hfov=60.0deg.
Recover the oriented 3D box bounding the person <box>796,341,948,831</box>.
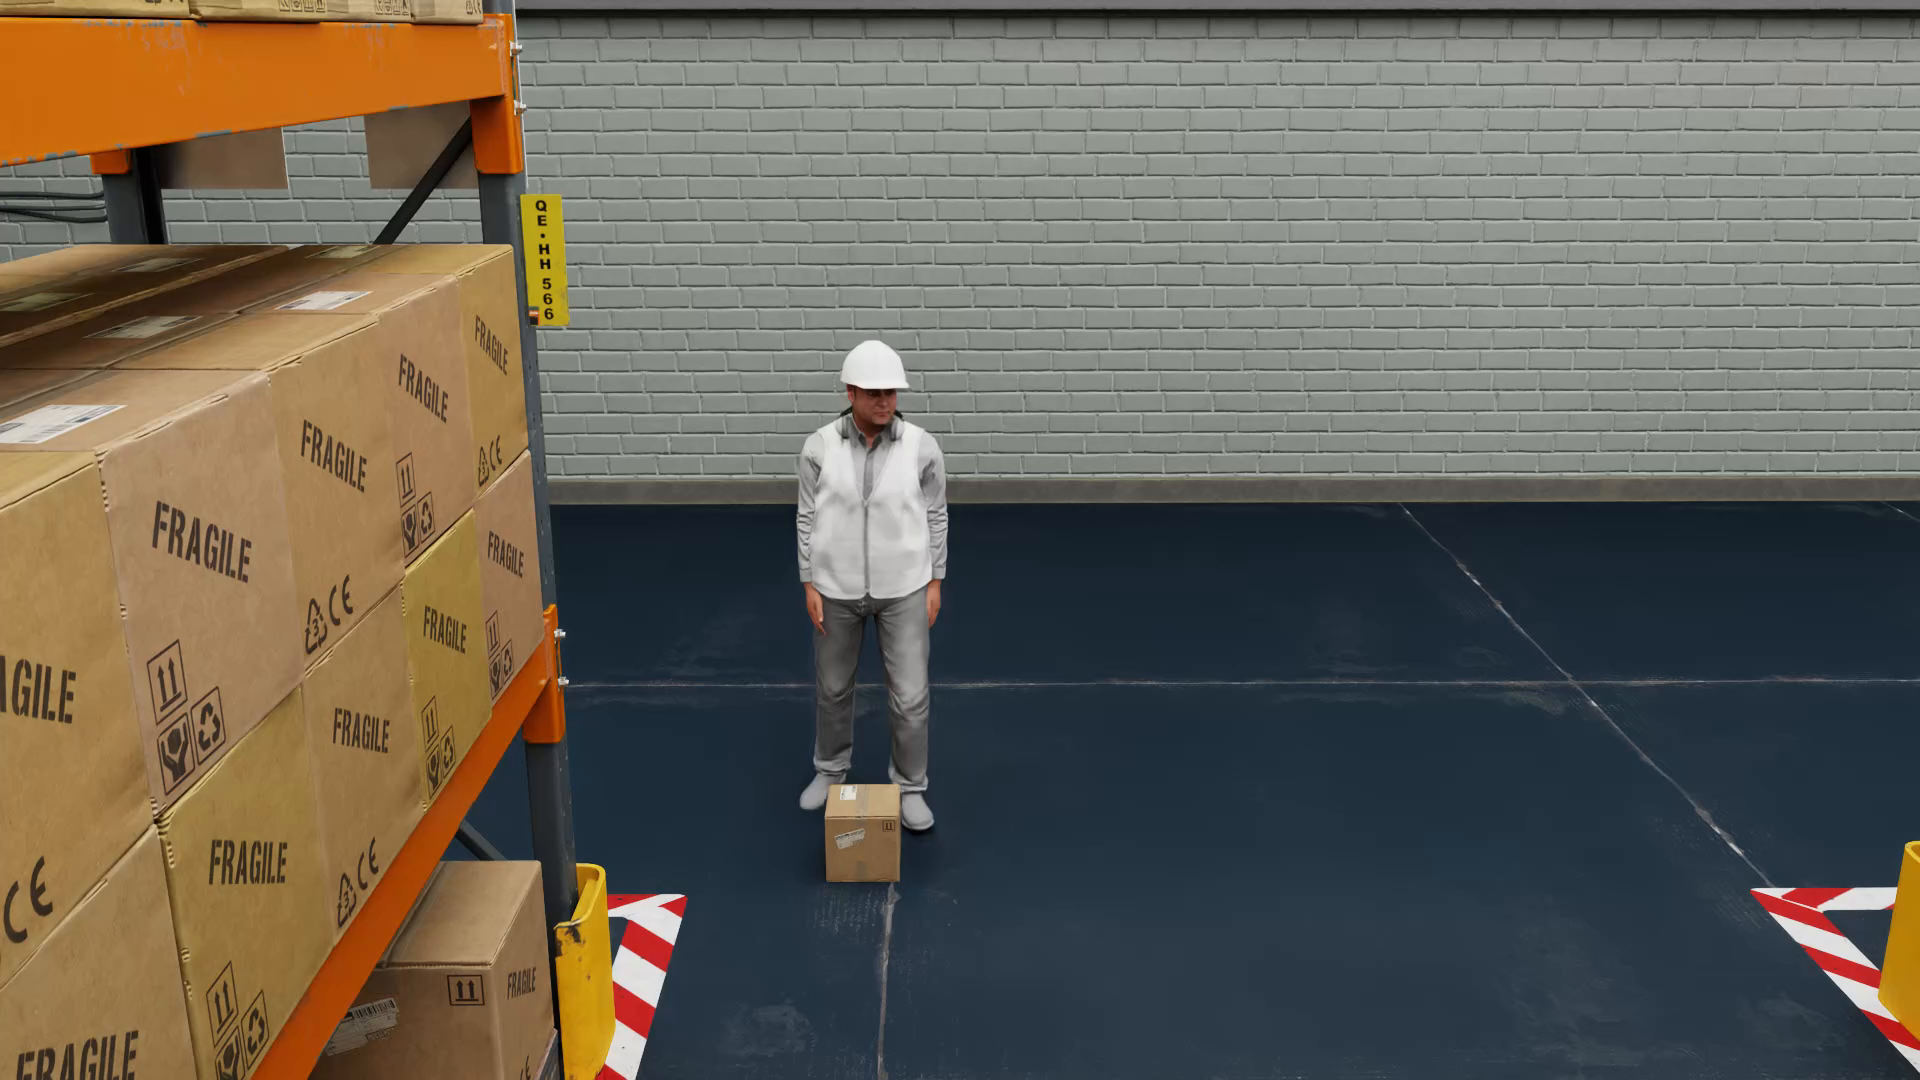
[{"bbox_3d":[-0.327,0.170,6.002,0.572,1.792,0.498,0,17,-1],"label":"person"}]
